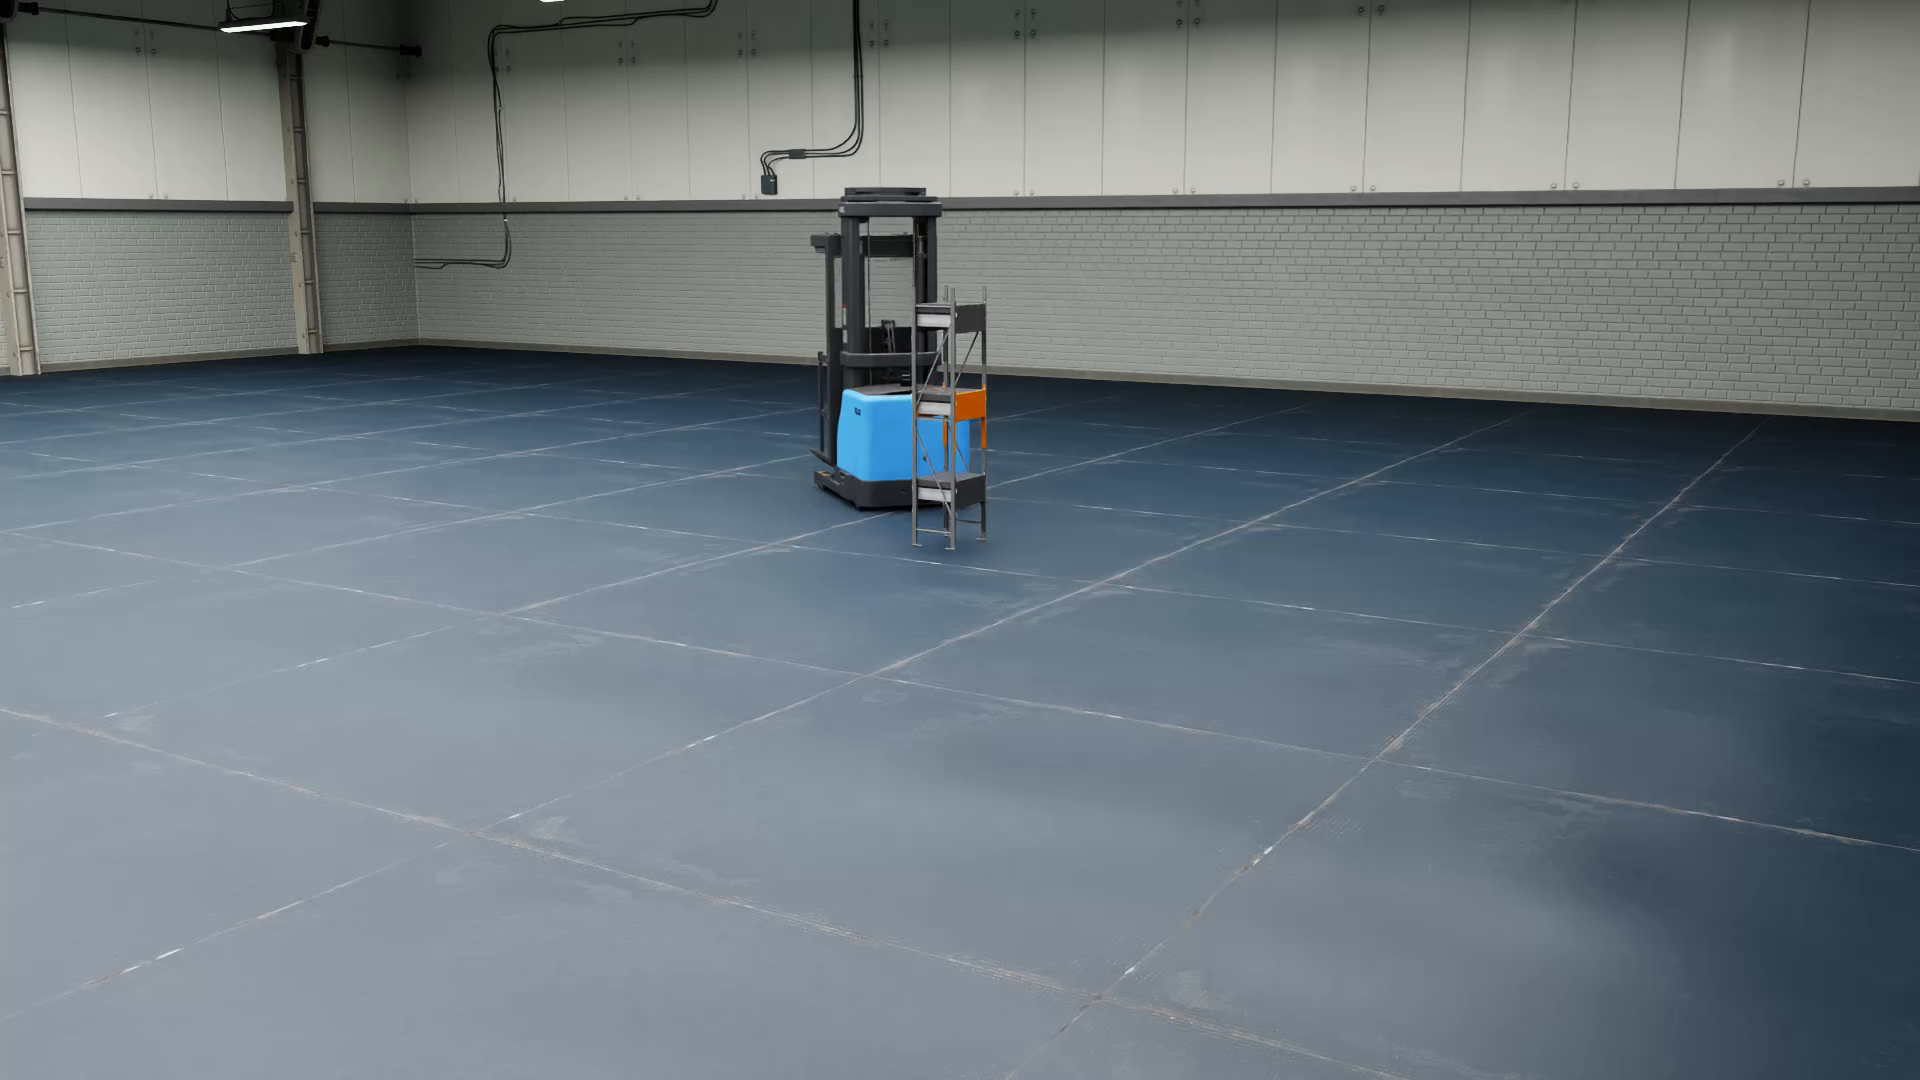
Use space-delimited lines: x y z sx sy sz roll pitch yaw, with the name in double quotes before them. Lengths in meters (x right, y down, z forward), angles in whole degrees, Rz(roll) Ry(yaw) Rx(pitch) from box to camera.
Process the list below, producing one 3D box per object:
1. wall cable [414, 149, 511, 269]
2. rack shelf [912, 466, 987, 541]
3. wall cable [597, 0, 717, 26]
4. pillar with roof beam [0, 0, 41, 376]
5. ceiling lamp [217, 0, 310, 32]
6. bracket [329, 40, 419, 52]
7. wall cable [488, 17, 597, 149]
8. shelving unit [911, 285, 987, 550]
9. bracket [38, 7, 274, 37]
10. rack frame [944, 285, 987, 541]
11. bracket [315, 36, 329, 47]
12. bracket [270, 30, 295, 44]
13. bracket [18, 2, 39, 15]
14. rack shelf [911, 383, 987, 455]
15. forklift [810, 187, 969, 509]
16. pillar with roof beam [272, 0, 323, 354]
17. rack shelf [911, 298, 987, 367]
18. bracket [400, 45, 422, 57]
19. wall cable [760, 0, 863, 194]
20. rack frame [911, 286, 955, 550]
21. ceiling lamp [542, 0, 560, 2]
"wall cable" -10.876 -7.128 35.927 3.097 2.526 0.112 6 12 31
"rack shelf" -0.086 -0.305 13.668 0.431 0.518 0.480 6 12 31
"wall cable" -5.919 -11.292 32.084 3.097 2.526 0.112 6 12 31
"pillar with roof beam" -12.972 -6.962 26.604 9.100 9.000 0.548 6 12 31
"ceiling lamp" -11.483 -10.125 27.634 2.000 3.185 0.800 6 12 31
"bracket" -12.093 -10.398 35.172 0.076 0.066 3.189 6 12 31
"wall cable" -8.564 -9.352 34.082 3.097 2.526 0.112 6 12 31
"shelving unit" -0.086 -1.006 13.536 0.431 2.100 0.503 6 12 31
"bracket" -14.786 -9.582 30.816 0.076 0.066 4.783 6 12 31
"rack frame" 0.041 -1.044 13.741 0.400 2.100 0.015 6 12 31
"bracket" -13.017 -10.118 33.677 0.235 0.232 0.430 6 12 31
"bracket" -13.448 -9.987 32.980 0.235 0.232 0.430 6 12 31
"bracket" -16.132 -9.174 28.637 0.235 0.232 0.430 6 12 31
"rack shelf" -0.086 -0.993 13.539 0.431 0.518 0.480 6 12 31
"forklift" -0.830 -1.955 16.344 1.130 2.935 3.031 -3 11 -17
"pillar with roof beam" -9.857 -7.906 31.644 9.100 9.000 0.548 6 12 31
"rack shelf" -0.086 -1.681 13.410 0.431 0.518 0.480 6 12 31
"bracket" -11.787 -10.491 35.668 0.235 0.232 0.430 6 12 31
"wall cable" -2.771 -9.416 30.470 2.305 6.003 0.169 6 12 31
"rack frame" -0.213 -0.968 13.331 0.400 2.100 0.015 6 12 31
"ceiling lamp" -5.167 -9.419 23.863 2.000 3.185 0.800 6 12 31
